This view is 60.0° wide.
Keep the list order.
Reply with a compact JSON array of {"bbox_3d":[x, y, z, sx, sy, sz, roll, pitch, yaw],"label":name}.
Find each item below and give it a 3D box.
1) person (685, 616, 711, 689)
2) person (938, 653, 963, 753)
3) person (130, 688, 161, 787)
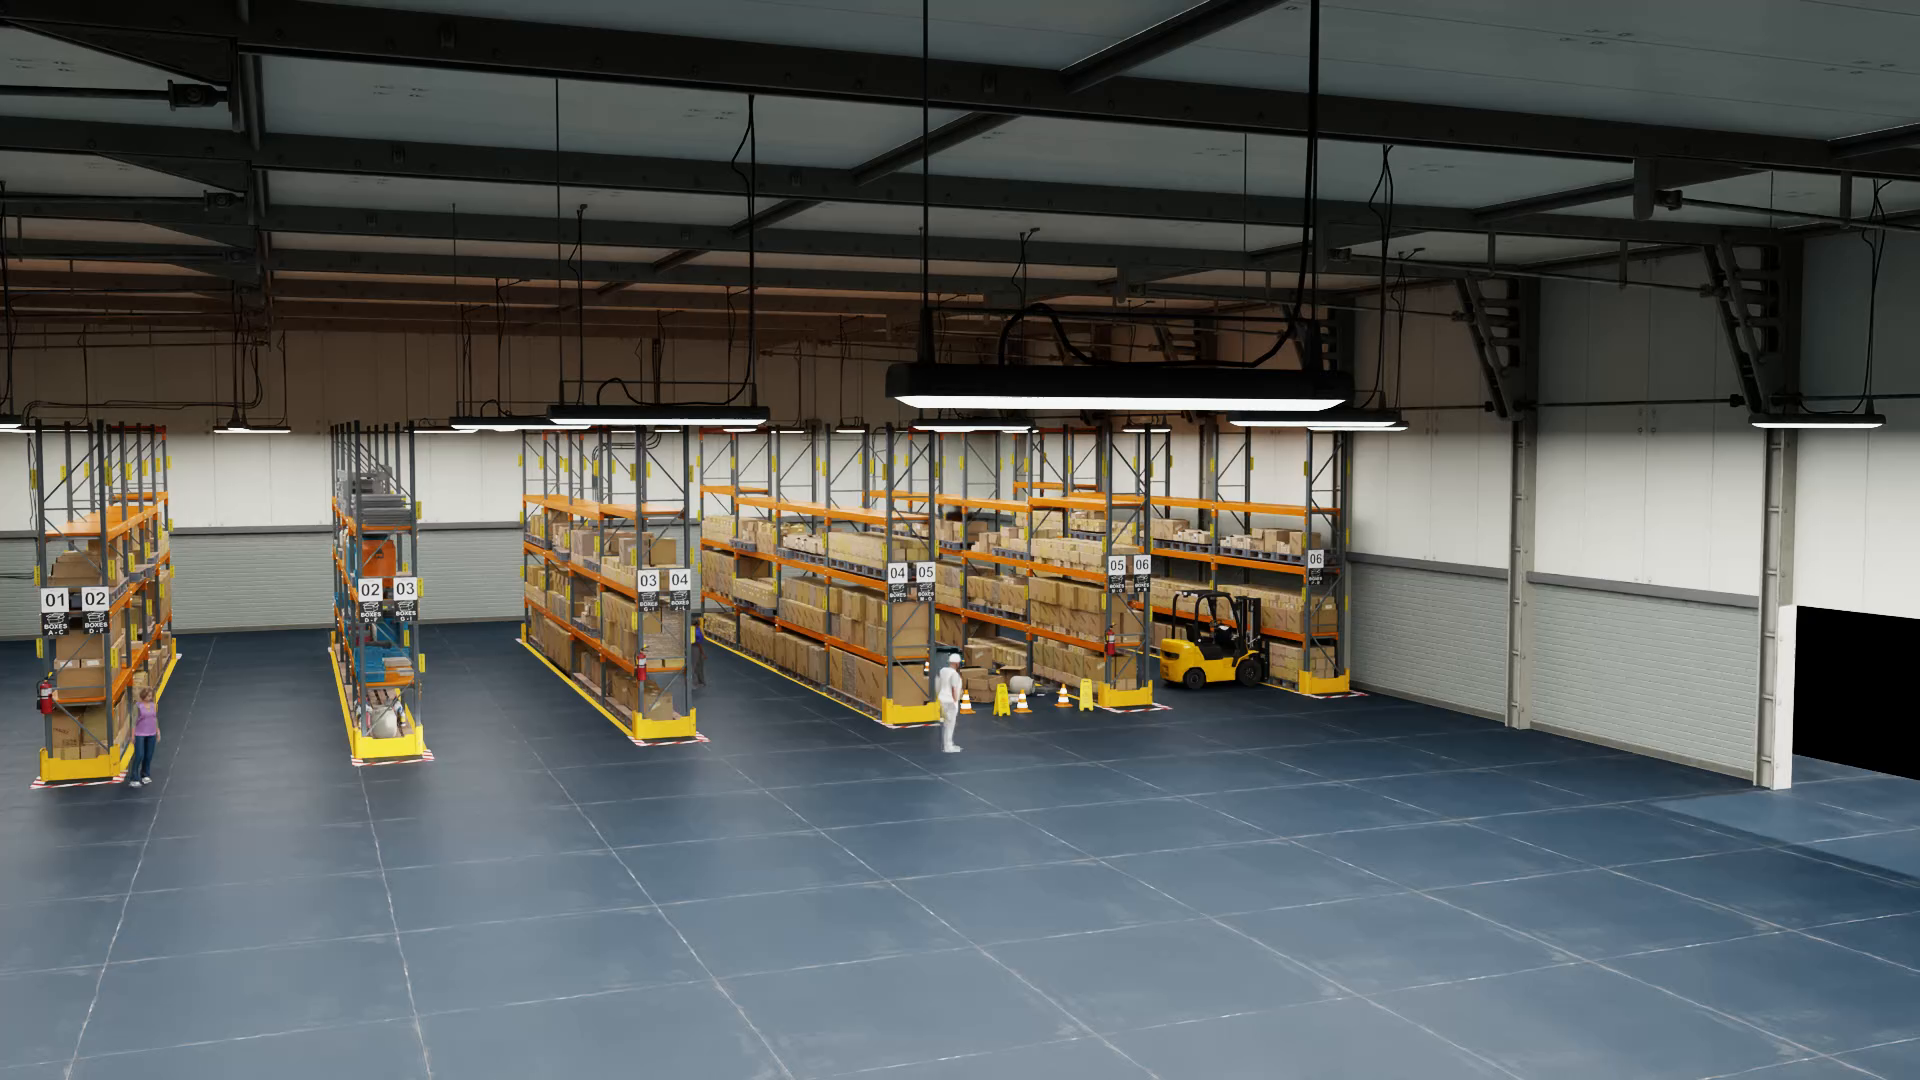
[{"bbox_3d":[-5.949,2.552,37.732,0.560,1.671,0.646,0,4,-7],"label":"person"},{"bbox_3d":[-0.158,2.948,30.157,0.438,1.797,0.580,-1,4,-20],"label":"person"},{"bbox_3d":[-13.416,3.240,27.348,0.345,1.623,0.493,2,4,28],"label":"person"}]
